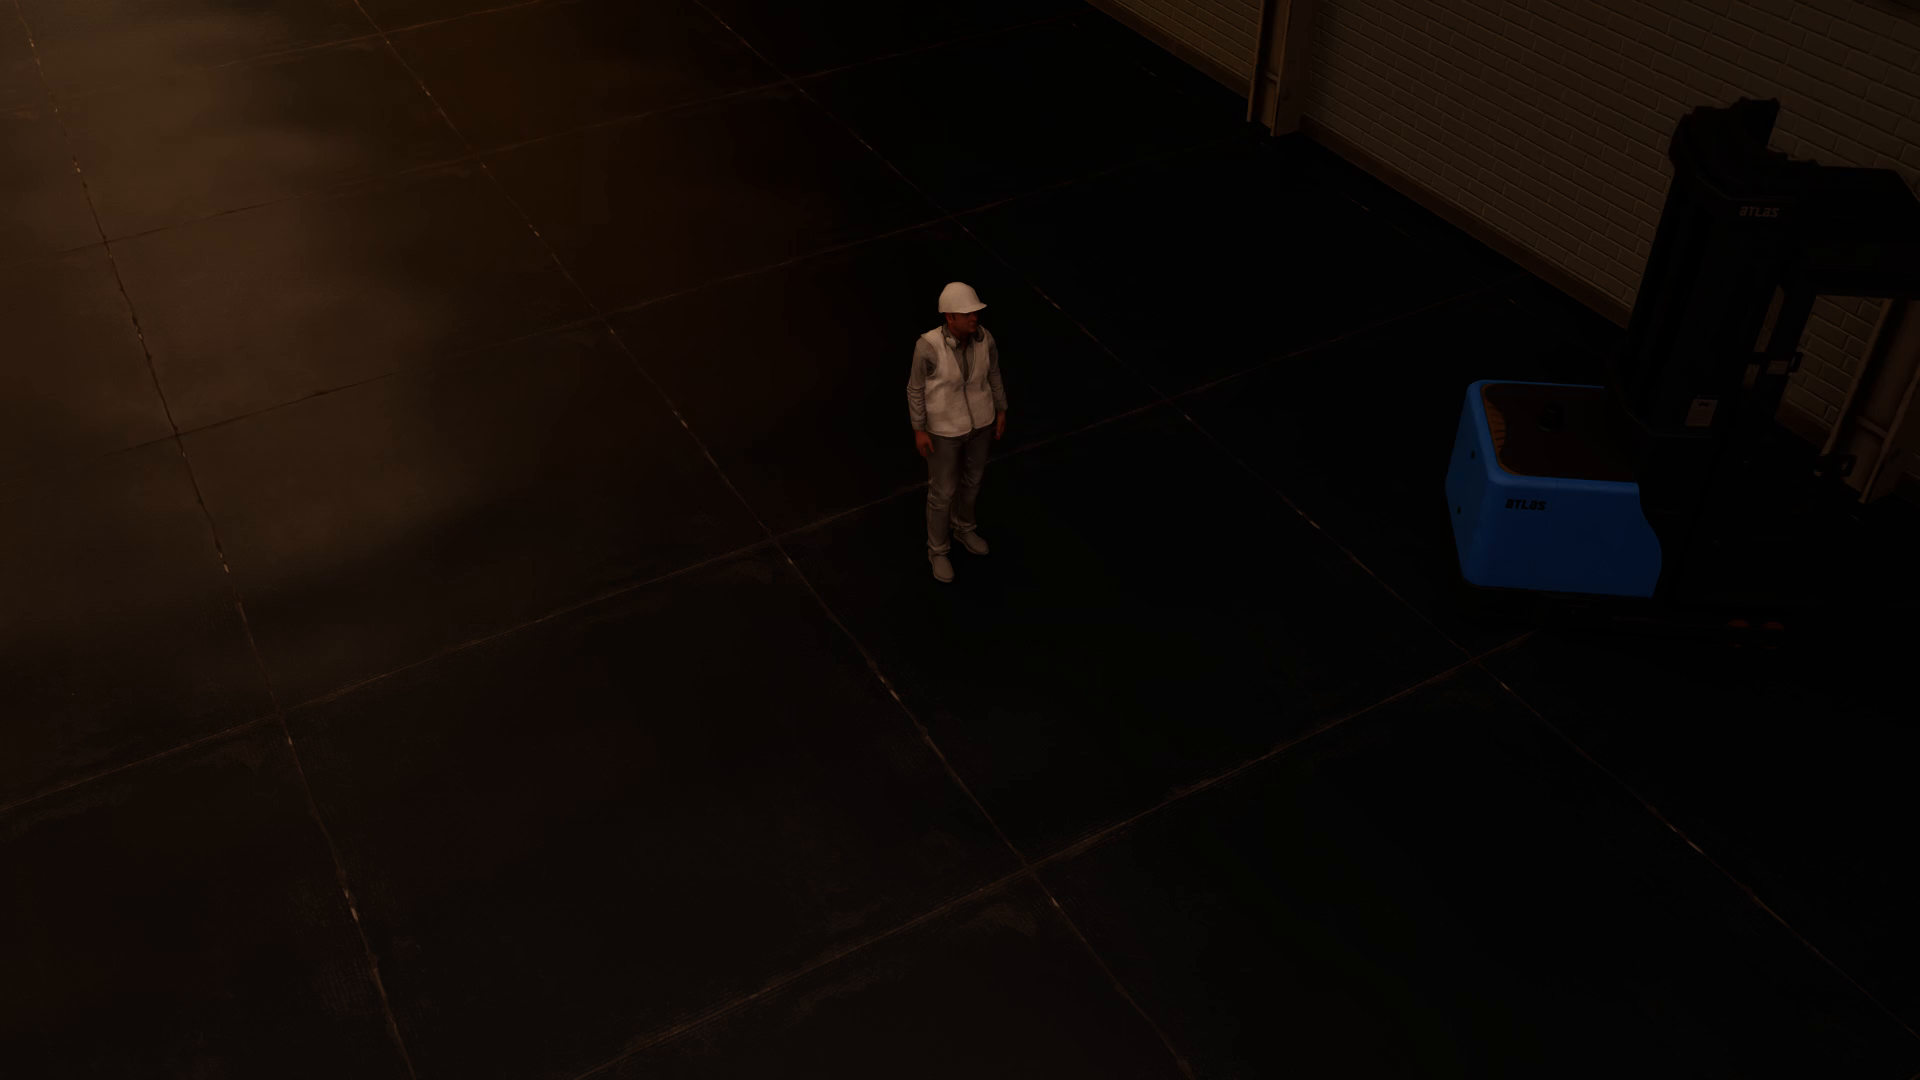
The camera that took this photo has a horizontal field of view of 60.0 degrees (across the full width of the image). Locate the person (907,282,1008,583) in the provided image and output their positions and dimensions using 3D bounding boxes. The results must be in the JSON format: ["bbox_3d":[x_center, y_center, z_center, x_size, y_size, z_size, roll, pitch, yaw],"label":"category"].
[{"bbox_3d":[0.024,-0.650,9.718,0.632,1.768,0.568,-20,44,-23],"label":"person"}]

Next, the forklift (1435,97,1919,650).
[{"bbox_3d":[4.436,-0.856,9.068,3.031,2.935,1.130,4,40,5],"label":"forklift"}]
